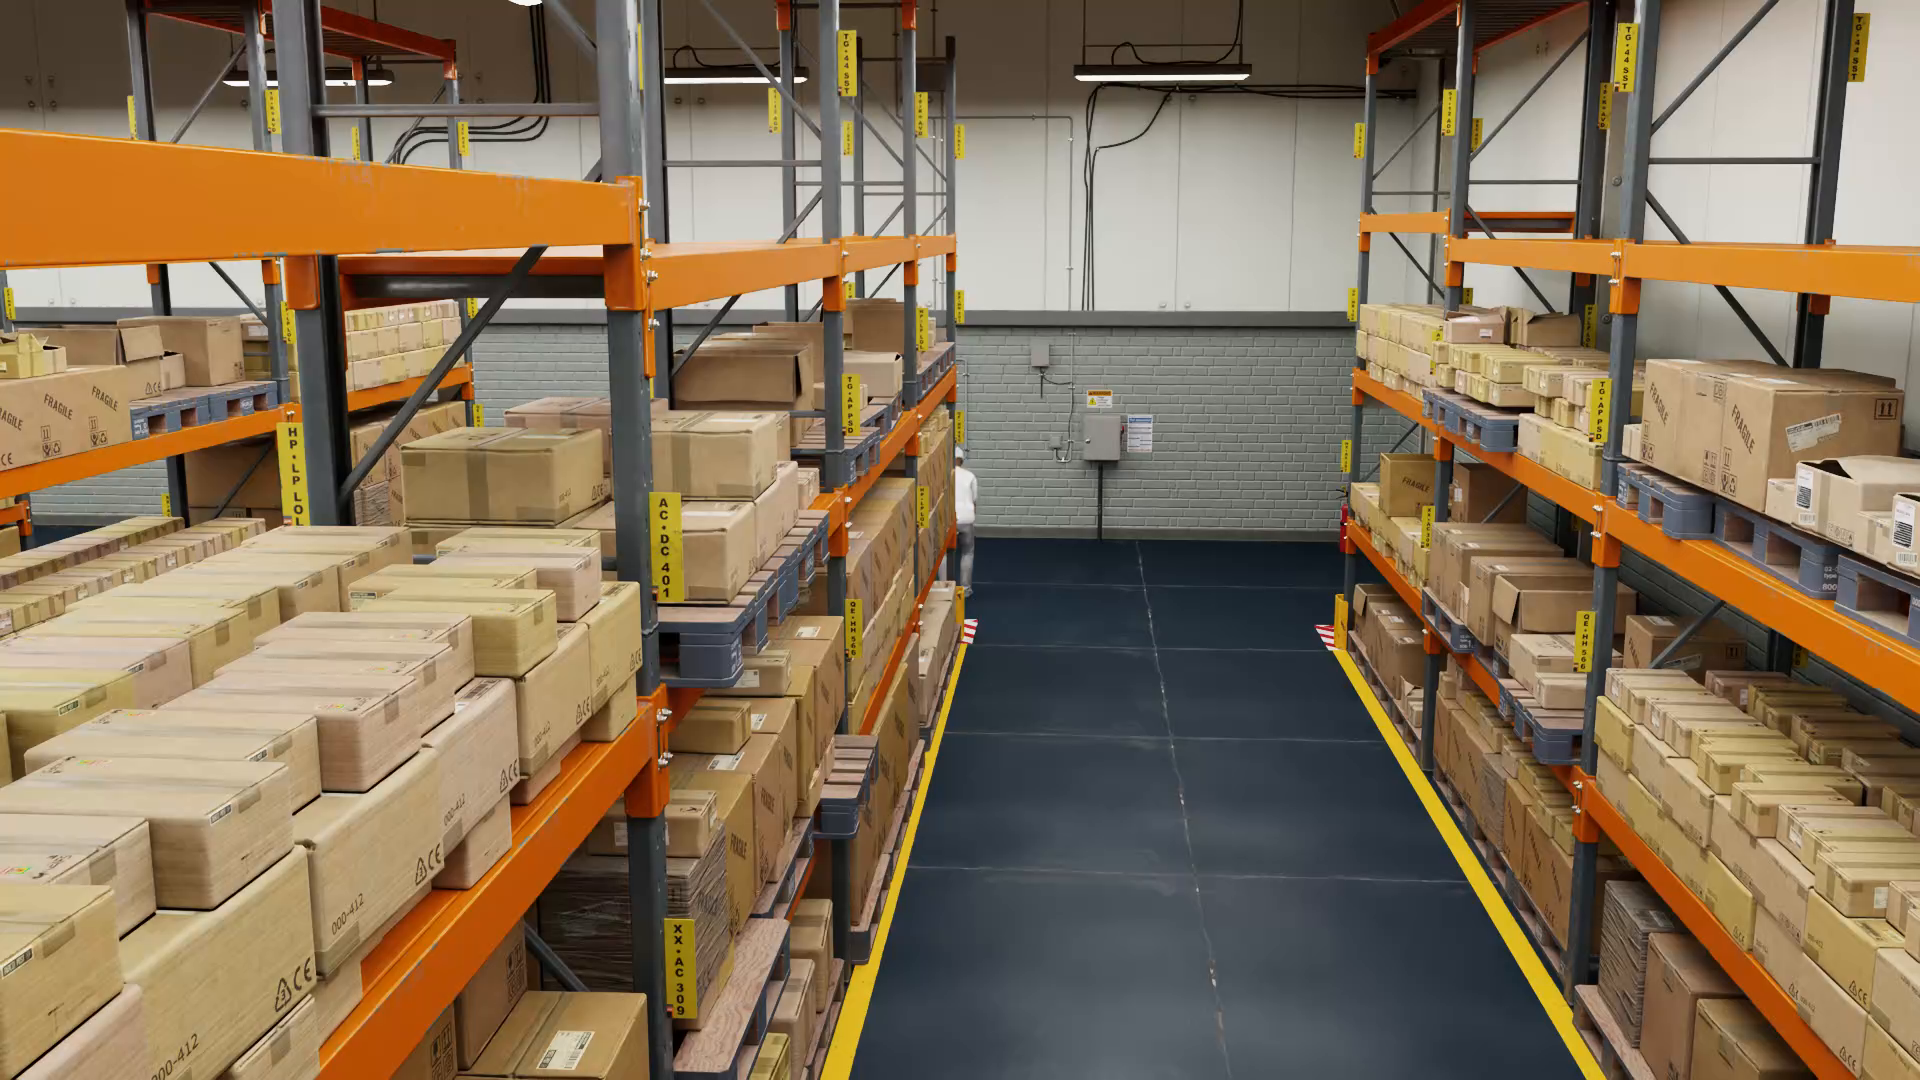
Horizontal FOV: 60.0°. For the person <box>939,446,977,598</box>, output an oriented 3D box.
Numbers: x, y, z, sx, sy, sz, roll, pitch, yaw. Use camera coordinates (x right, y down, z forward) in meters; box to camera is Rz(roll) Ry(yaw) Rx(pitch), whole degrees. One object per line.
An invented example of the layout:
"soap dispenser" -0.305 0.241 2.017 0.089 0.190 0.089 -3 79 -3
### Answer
"person" -0.053 -0.214 19.121 0.498 1.719 0.609 1 11 3
